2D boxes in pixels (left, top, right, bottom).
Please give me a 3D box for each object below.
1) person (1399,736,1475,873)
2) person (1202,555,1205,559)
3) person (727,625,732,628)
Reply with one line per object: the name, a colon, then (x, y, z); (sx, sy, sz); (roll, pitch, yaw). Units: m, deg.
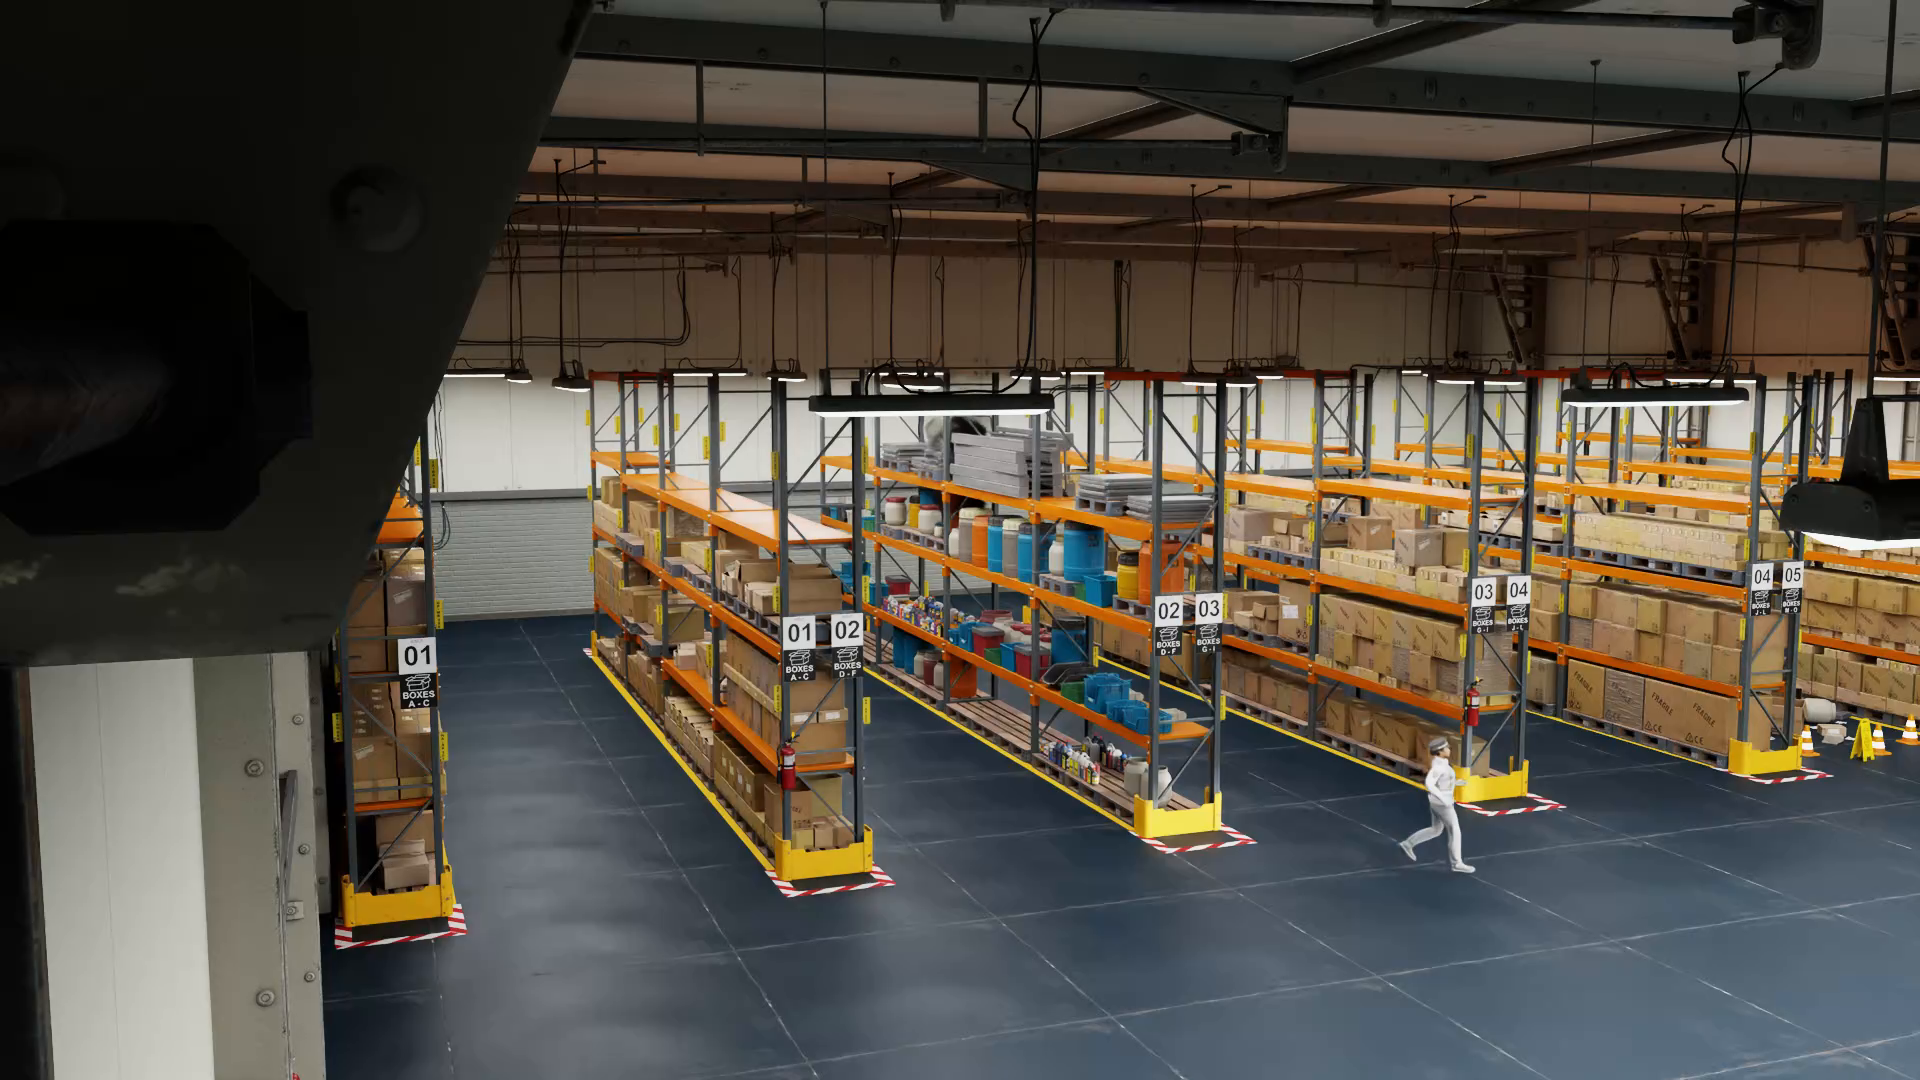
person: (5.871, 3.218, 20.344); (0.881, 1.671, 0.622); (1, 6, 9)
person: (5.491, 1.158, 38.477); (0.665, 1.790, 0.898); (-1, 6, -11)
person: (-4.445, 1.710, 33.689); (0.658, 1.736, 0.594); (-5, 8, -35)
